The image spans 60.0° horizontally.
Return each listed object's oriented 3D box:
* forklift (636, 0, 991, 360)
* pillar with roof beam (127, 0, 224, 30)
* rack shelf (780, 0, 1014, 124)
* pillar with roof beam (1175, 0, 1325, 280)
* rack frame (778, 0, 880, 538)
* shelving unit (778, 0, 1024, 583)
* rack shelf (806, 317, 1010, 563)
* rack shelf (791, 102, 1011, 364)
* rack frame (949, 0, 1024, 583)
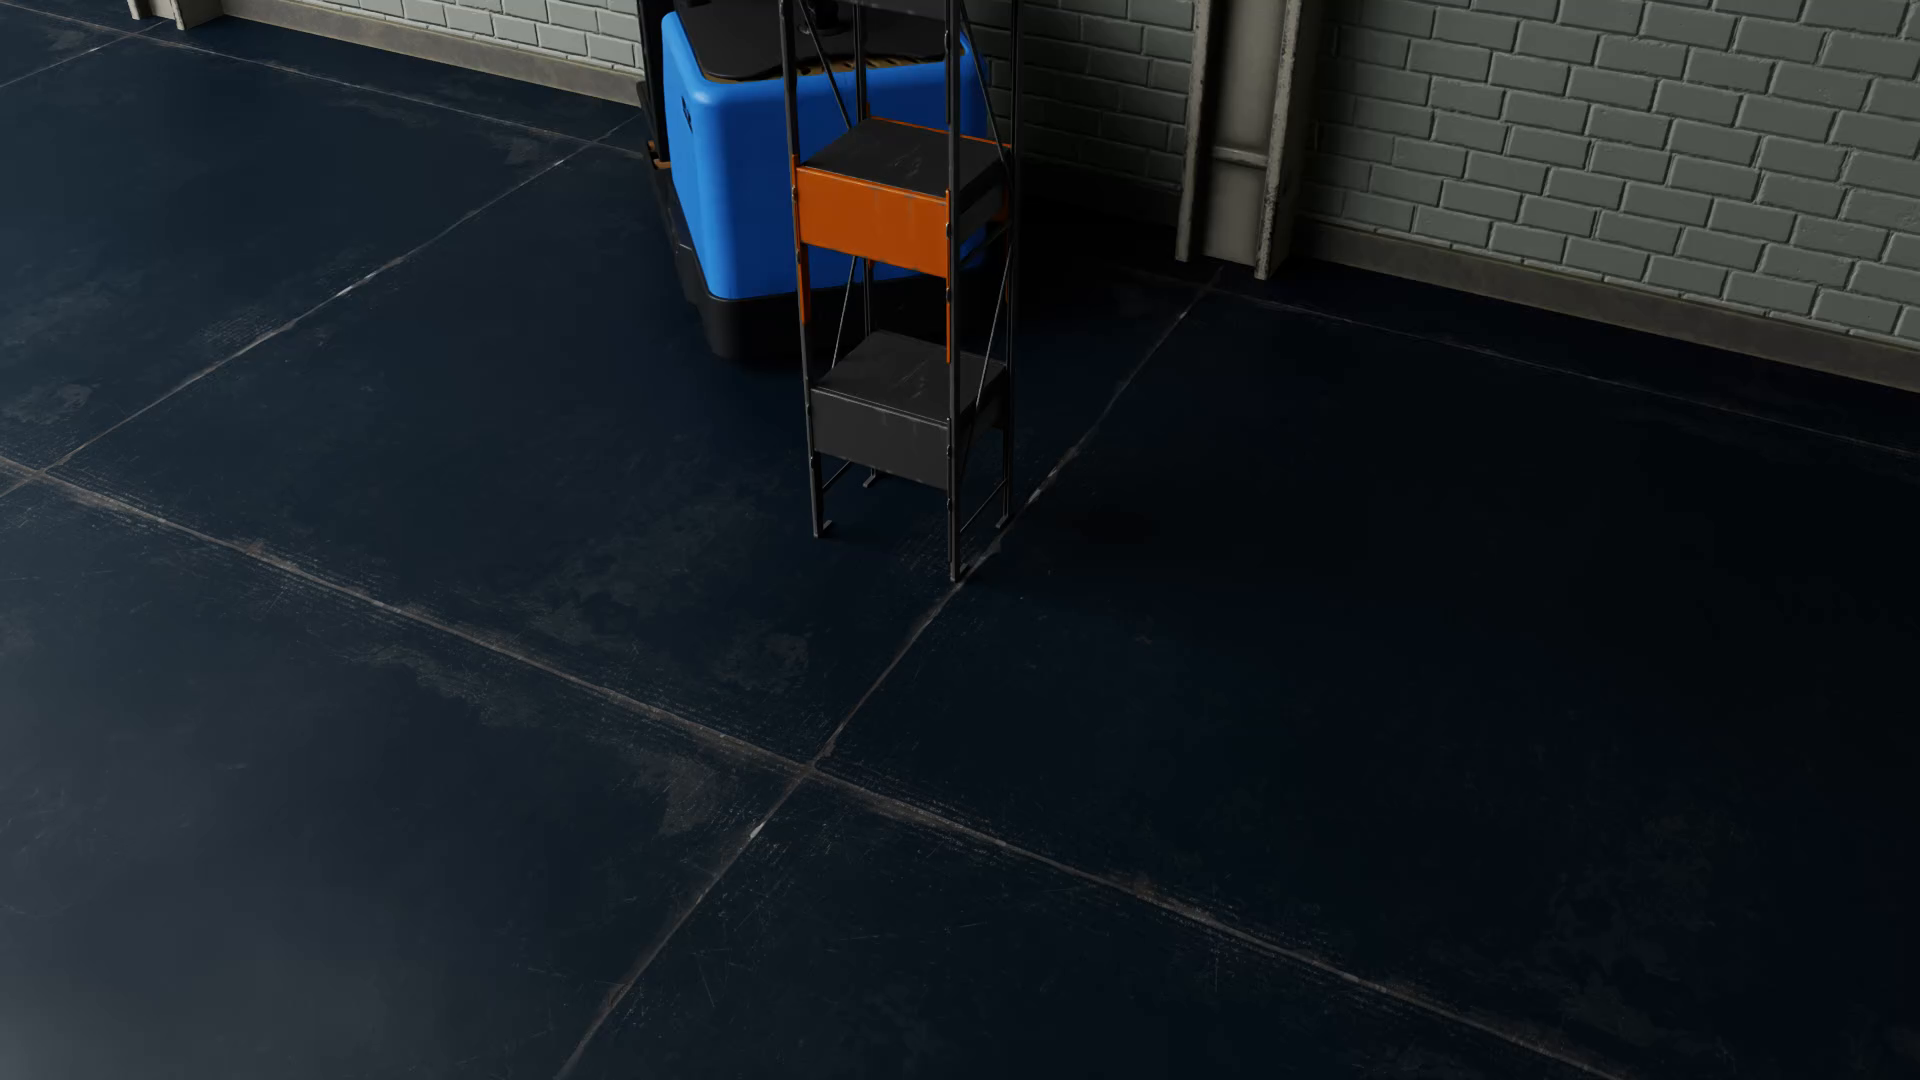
[{"bbox_3d":[-0.776,-2.708,6.394,1.130,2.935,3.031,-10,38,-12],"label":"forklift"},{"bbox_3d":[-6.191,-4.110,3.222,0.400,9.000,9.100,17,41,21],"label":"pillar with roof beam"},{"bbox_3d":[-0.147,-1.429,4.261,0.480,0.518,0.431,17,41,21],"label":"rack shelf"},{"bbox_3d":[-0.863,-2.442,1.024,0.400,9.000,9.100,17,41,21],"label":"pillar with roof beam"},{"bbox_3d":[-0.364,-0.950,4.765,0.015,2.100,0.400,17,41,21],"label":"rack frame"},{"bbox_3d":[-0.147,-0.882,4.676,0.503,2.100,0.431,17,41,21],"label":"shelving unit"},{"bbox_3d":[-0.147,-0.314,5.107,0.480,0.518,0.431,17,41,21],"label":"rack shelf"},{"bbox_3d":[-0.147,-0.872,4.684,0.480,0.518,0.431,17,41,21],"label":"rack shelf"},{"bbox_3d":[0.070,-0.815,4.586,0.015,2.100,0.400,17,41,21],"label":"rack frame"}]
